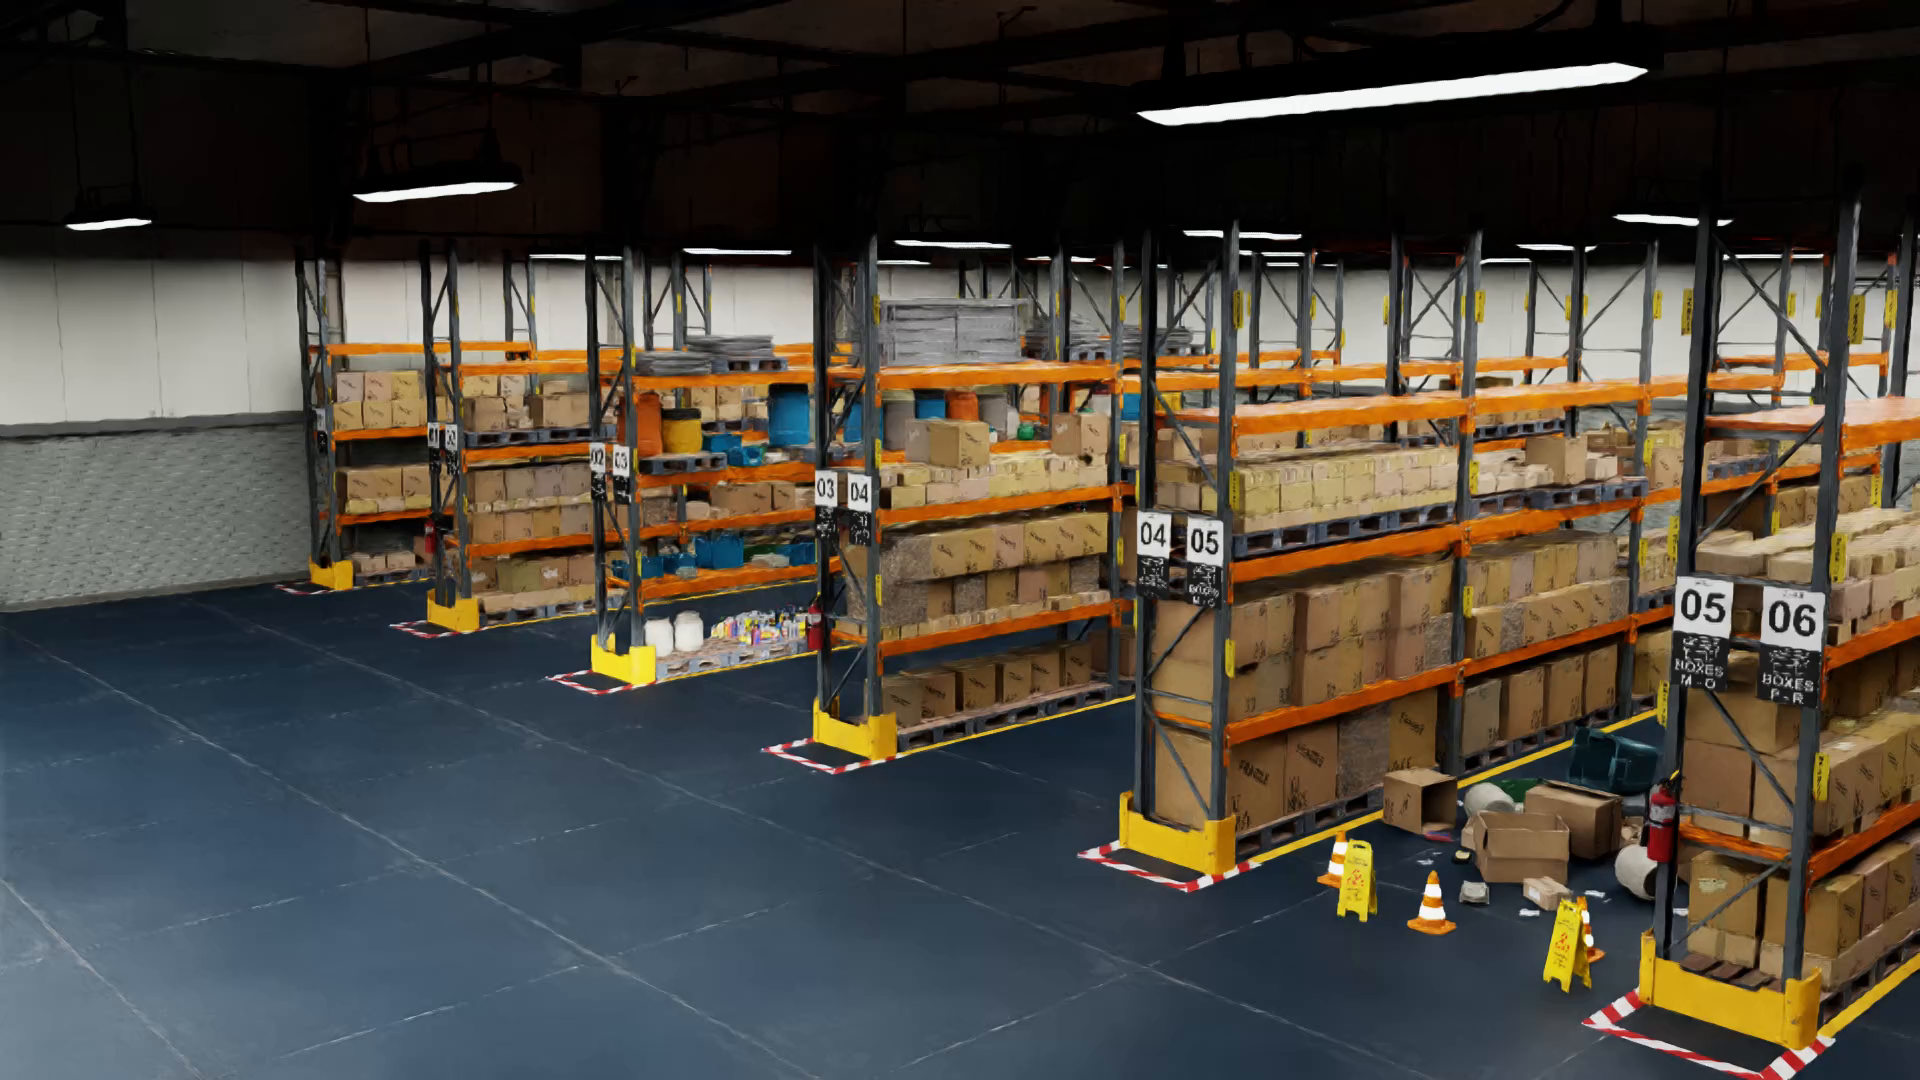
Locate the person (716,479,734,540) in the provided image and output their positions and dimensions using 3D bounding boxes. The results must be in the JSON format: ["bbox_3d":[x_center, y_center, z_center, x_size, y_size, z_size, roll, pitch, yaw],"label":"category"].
[{"bbox_3d":[-4.660,-0.567,33.099,0.444,1.781,0.604,3,9,21],"label":"person"}]

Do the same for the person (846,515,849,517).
[{"bbox_3d":[-2.187,-0.687,34.356,0.534,1.674,0.677,-8,12,-44],"label":"person"}]
